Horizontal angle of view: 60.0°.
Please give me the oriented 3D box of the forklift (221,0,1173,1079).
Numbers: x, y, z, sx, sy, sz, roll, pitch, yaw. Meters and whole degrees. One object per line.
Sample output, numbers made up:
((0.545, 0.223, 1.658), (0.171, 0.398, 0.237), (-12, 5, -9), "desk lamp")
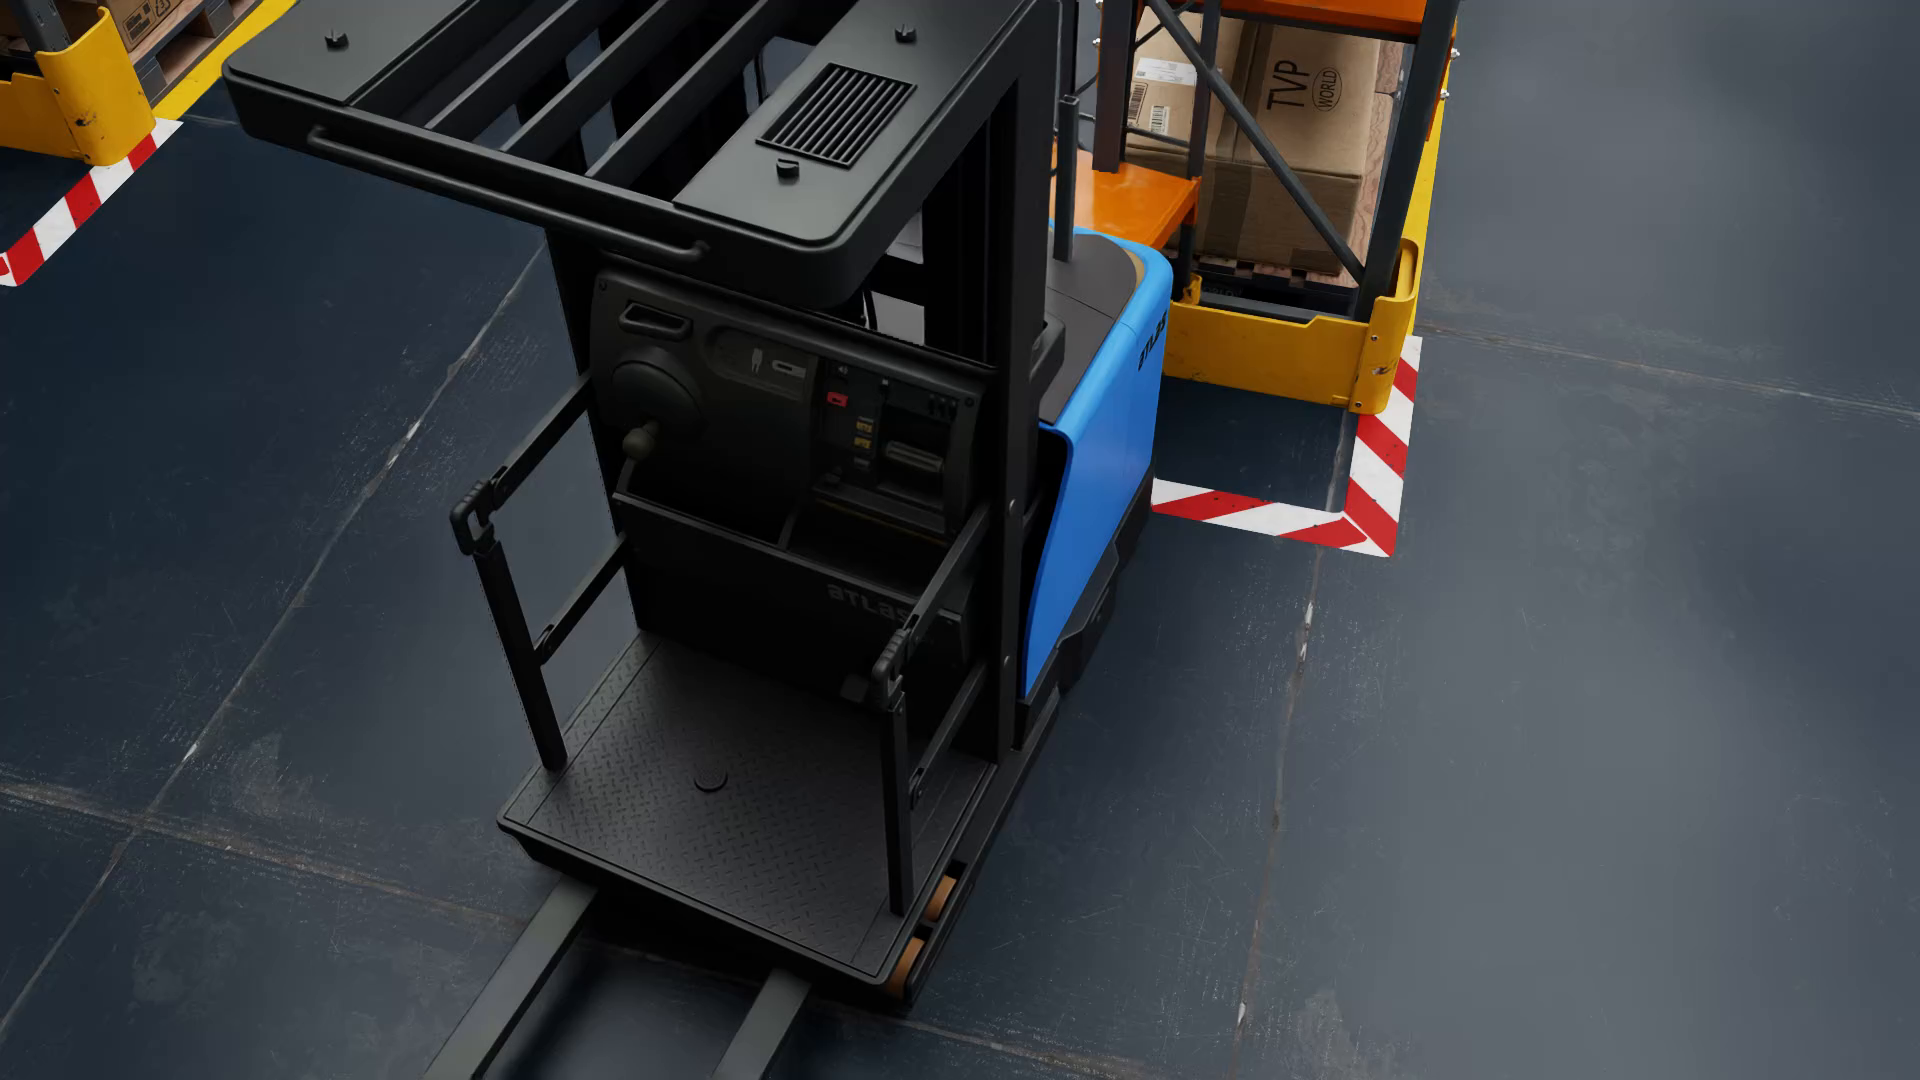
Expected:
((-0.478, -0.188, 3.461), (1.130, 2.935, 3.031), (19, 51, 16), "forklift")

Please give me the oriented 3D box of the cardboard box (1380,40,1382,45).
((1.232, -2.112, 6.542), (0.875, 0.438, 0.875), (13, 50, 11), "cardboard box")

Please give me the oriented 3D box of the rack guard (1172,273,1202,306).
((0.545, -0.874, 5.776), (0.587, 0.250, 0.087), (21, 51, 19), "rack guard")

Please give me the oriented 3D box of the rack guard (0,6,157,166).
((-3.848, -1.865, 6.563), (1.175, 0.500, 0.348), (12, 50, 10), "rack guard")

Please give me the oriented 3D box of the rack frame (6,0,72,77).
((-3.868, -2.637, 5.577), (1.000, 3.000, 0.127), (12, 50, 10), "rack frame")

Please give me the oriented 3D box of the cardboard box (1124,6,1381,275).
((0.999, -1.449, 5.957), (0.875, 0.438, 0.875), (10, 49, 9), "cardboard box")

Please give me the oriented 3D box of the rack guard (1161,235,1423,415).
((0.915, -0.816, 5.637), (1.175, 0.500, 0.348), (12, 50, 10), "rack guard")

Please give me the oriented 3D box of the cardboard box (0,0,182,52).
((-3.615, -2.374, 6.729), (0.797, 0.503, 0.637), (10, 49, 9), "cardboard box")

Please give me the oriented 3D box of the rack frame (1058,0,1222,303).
((0.547, -1.313, 5.330), (0.500, 1.500, 0.032), (21, 51, 19), "rack frame")

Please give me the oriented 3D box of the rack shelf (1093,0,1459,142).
((1.448, -2.869, 6.261), (1.077, 0.370, 4.000), (12, 50, 10), "rack shelf")

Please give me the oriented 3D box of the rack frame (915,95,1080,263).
((0.075, -0.650, 4.720), (0.500, 1.500, 0.032), (21, 51, 19), "rack frame")

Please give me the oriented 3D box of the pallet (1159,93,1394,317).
((1.057, -1.331, 6.284), (1.003, 0.211, 1.213), (12, 50, 10), "pallet")

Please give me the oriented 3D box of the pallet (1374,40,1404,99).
((1.380, -2.211, 7.061), (1.003, 0.211, 1.213), (12, 50, 10), "pallet")

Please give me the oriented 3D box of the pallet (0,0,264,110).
((-3.639, -2.346, 7.180), (1.003, 0.211, 1.213), (12, 50, 10), "pallet")

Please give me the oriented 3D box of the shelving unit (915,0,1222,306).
((0.307, -0.975, 5.020), (0.587, 1.500, 1.083), (21, 51, 19), "shelving unit")

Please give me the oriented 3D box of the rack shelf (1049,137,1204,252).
((0.313, -0.859, 5.157), (0.538, 0.185, 1.000), (21, 51, 19), "rack shelf")

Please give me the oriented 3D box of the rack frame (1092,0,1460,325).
((0.922, -1.660, 4.715), (1.000, 3.000, 0.127), (12, 50, 10), "rack frame")
